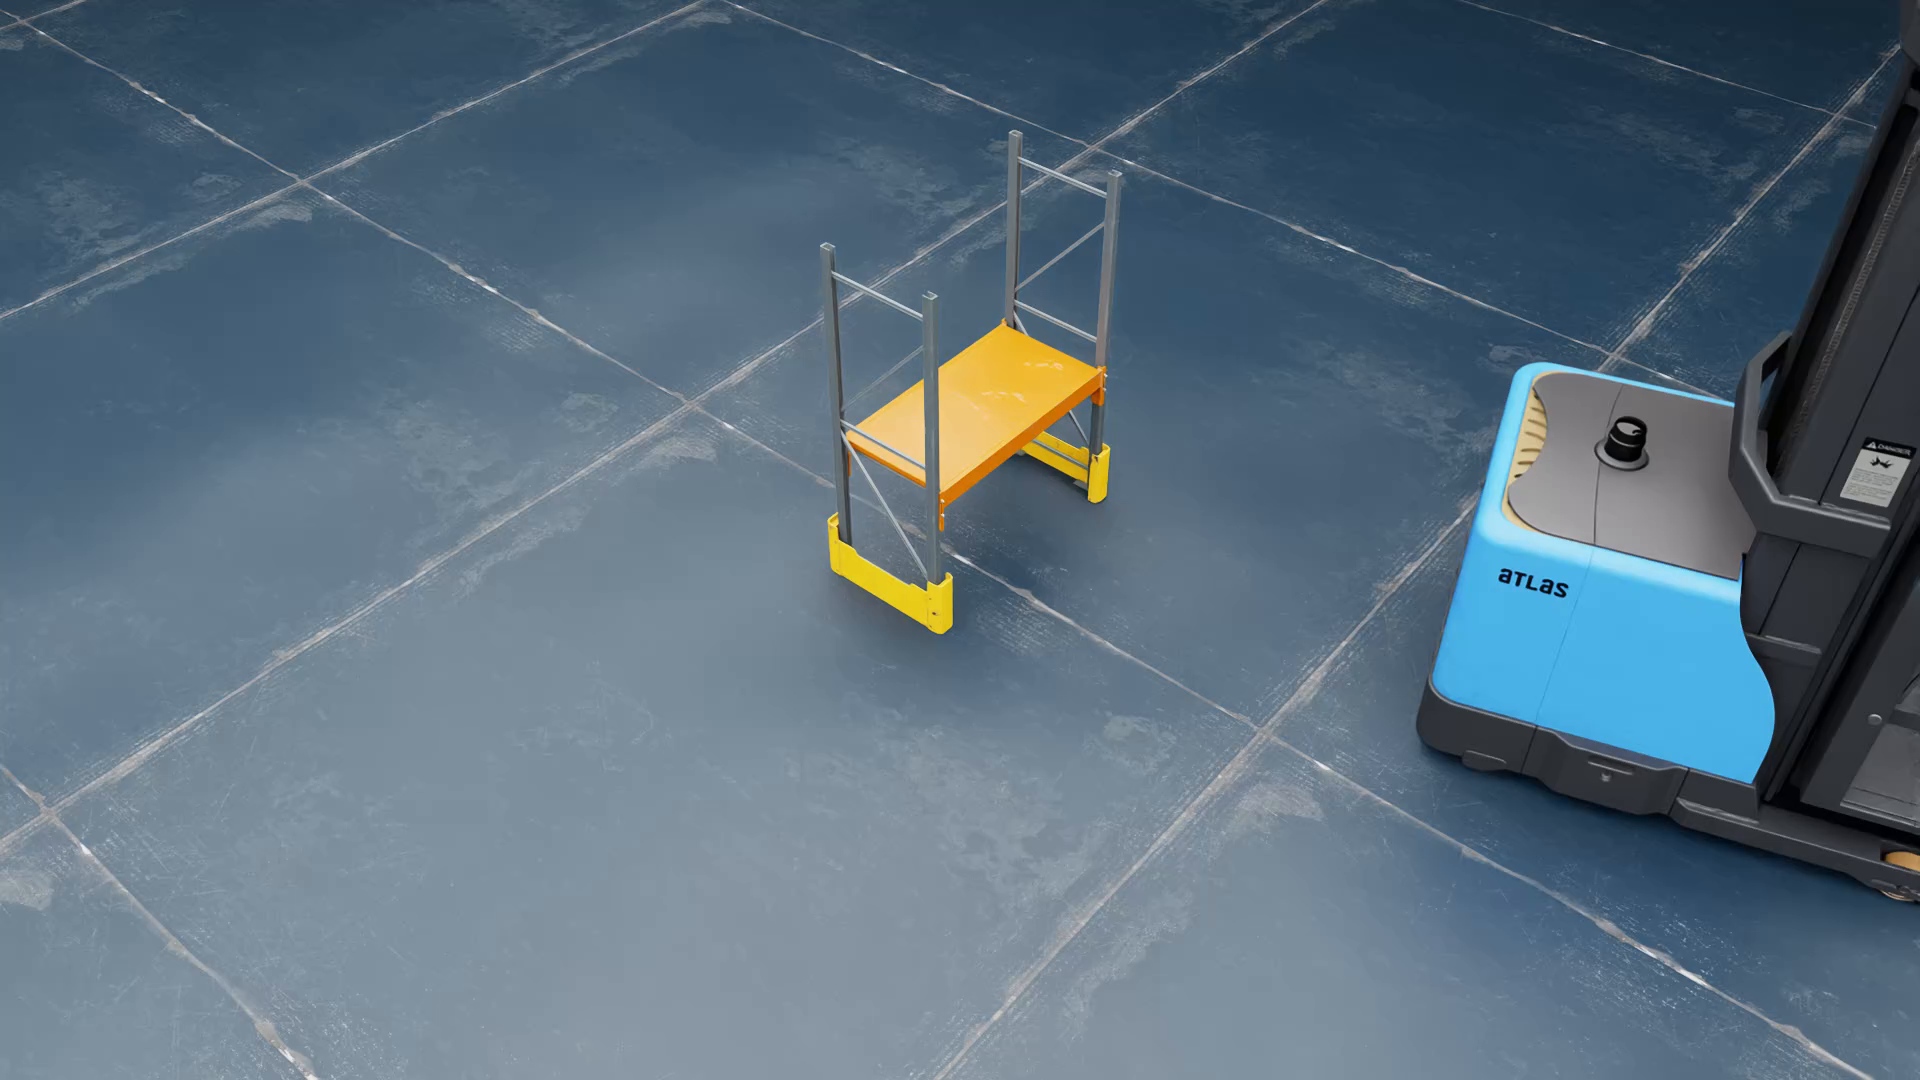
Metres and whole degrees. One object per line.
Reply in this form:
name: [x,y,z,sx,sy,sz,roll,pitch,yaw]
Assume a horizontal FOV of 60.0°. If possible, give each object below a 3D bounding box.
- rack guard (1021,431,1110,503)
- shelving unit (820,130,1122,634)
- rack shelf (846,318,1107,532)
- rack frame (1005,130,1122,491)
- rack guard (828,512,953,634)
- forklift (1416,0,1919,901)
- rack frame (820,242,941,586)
rack guard: [0.370,-0.388,6.991,0.587,0.250,0.087,29,50,28]
shelving unit: [0.049,-0.594,6.289,0.587,1.500,1.083,29,50,28]
rack shelf: [0.055,-0.466,6.415,0.538,0.185,1.000,29,50,28]
rack frame: [0.382,-0.861,6.582,0.500,1.500,0.032,29,50,28]
rack guard: [-0.271,0.125,6.427,0.587,0.250,0.087,29,50,28]
forklift: [3.188,-0.263,4.861,3.031,2.935,1.130,15,44,16]
rack frame: [-0.272,-0.337,6.006,0.500,1.500,0.032,29,50,28]
